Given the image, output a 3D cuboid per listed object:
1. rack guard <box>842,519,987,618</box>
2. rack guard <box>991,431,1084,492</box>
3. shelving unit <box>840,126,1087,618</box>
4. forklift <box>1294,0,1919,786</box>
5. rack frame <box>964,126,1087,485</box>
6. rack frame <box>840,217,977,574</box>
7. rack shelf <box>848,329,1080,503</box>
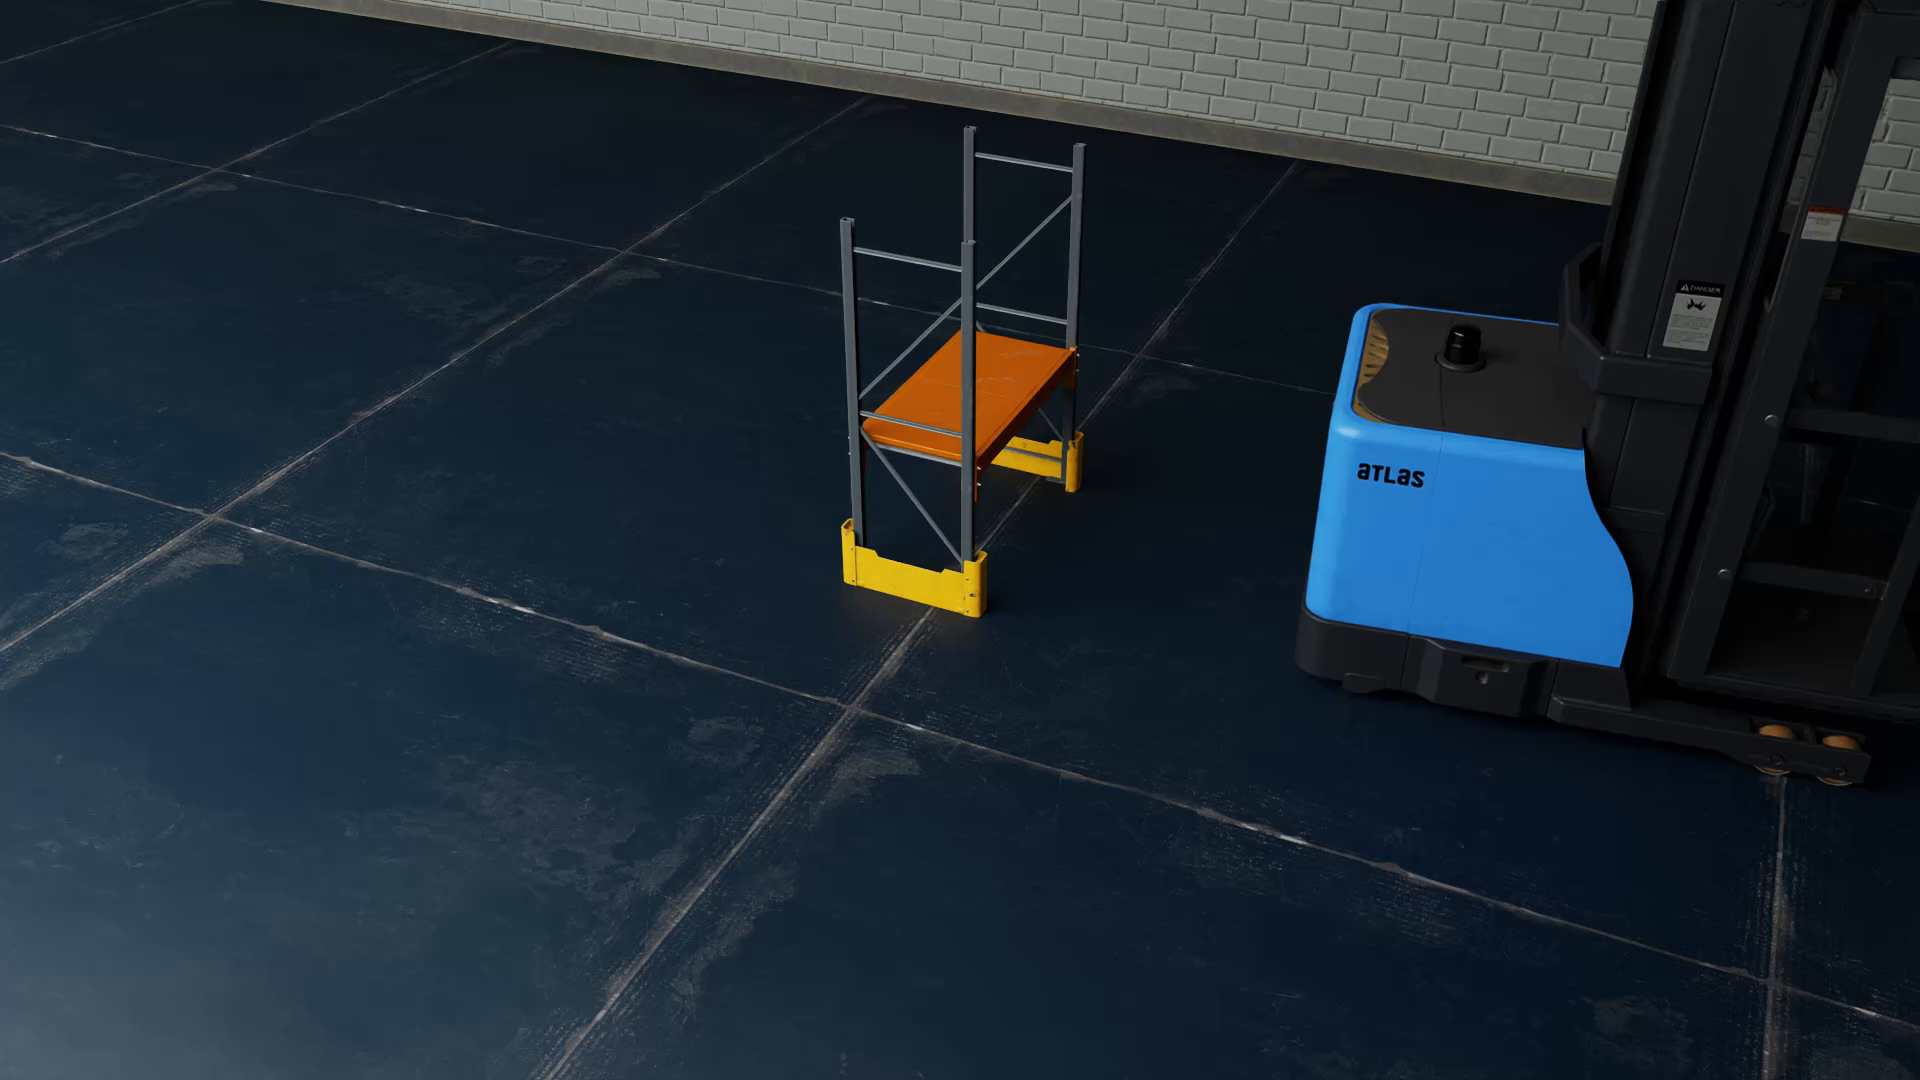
[{"bbox_3d":[-0.176,0.106,6.361,0.587,0.250,0.087,14,36,20],"label":"rack guard"},{"bbox_3d":[0.240,-0.391,7.118,0.587,0.250,0.087,14,36,20],"label":"rack guard"},{"bbox_3d":[0.032,-0.665,6.397,0.587,1.500,1.083,14,36,20],"label":"shelving unit"},{"bbox_3d":[2.775,-0.738,5.202,3.031,2.935,1.130,9,34,14],"label":"forklift"},{"bbox_3d":[0.248,-0.923,6.790,0.500,1.500,0.032,14,36,20],"label":"rack frame"},{"bbox_3d":[-0.177,-0.417,6.017,0.500,1.500,0.032,14,36,20],"label":"rack frame"},{"bbox_3d":[0.036,-0.519,6.502,0.538,0.185,1.000,14,36,20],"label":"rack shelf"}]
